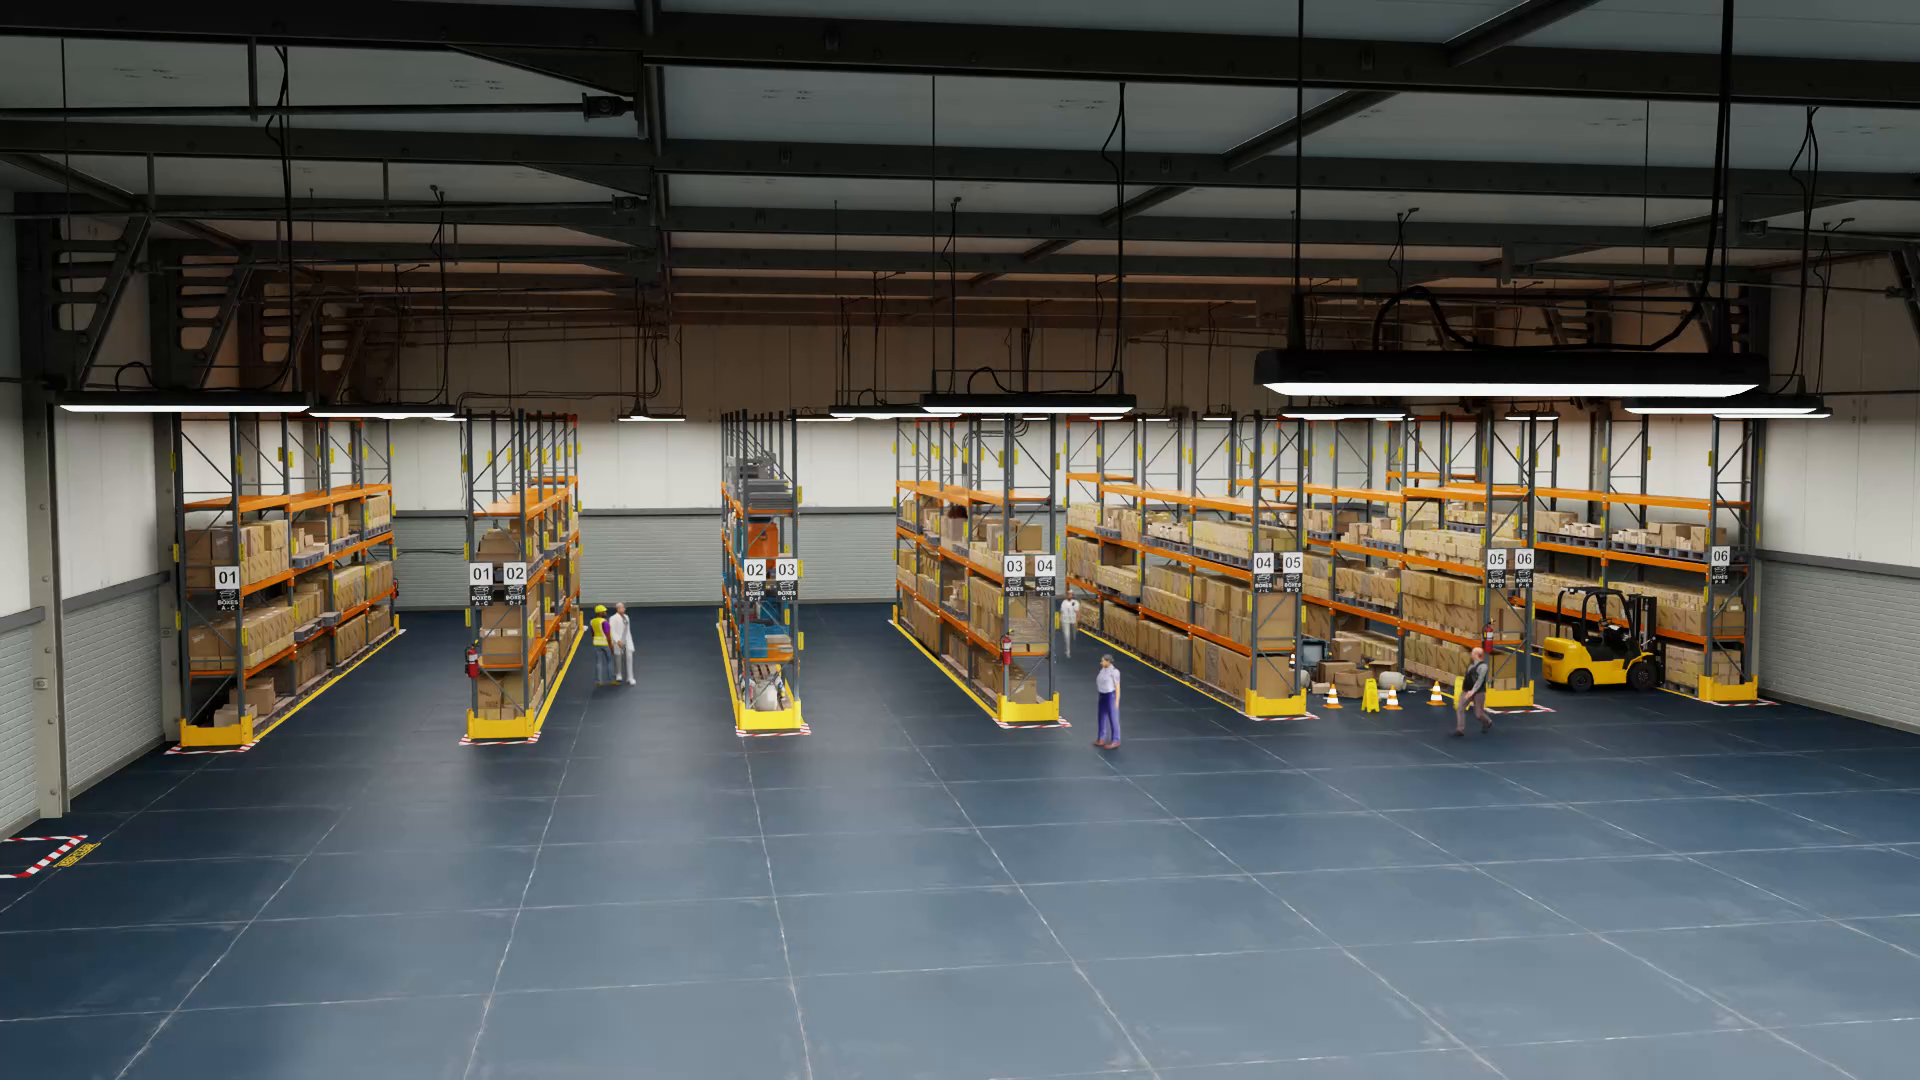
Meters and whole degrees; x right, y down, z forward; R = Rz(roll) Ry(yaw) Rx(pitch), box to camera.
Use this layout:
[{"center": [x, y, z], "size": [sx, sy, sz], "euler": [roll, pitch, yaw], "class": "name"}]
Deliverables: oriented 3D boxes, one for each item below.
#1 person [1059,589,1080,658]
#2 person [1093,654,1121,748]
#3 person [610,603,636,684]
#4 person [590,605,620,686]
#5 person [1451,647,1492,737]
[{"center": [2.632, 1.997, 40.139], "size": [0.482, 1.602, 0.952], "euler": [-1, 4, -15], "class": "person"}, {"center": [2.594, 2.837, 29.489], "size": [0.395, 1.654, 0.513], "euler": [-3, 5, -37], "class": "person"}, {"center": [-7.450, 2.262, 36.669], "size": [0.543, 1.739, 1.003], "euler": [-1, 4, -19], "class": "person"}, {"center": [-7.807, 2.307, 36.385], "size": [0.584, 1.776, 0.577], "euler": [0, 4, 7], "class": "person"}, {"center": [9.403, 2.790, 30.516], "size": [0.980, 1.619, 0.474], "euler": [-4, 6, -44], "class": "person"}]
